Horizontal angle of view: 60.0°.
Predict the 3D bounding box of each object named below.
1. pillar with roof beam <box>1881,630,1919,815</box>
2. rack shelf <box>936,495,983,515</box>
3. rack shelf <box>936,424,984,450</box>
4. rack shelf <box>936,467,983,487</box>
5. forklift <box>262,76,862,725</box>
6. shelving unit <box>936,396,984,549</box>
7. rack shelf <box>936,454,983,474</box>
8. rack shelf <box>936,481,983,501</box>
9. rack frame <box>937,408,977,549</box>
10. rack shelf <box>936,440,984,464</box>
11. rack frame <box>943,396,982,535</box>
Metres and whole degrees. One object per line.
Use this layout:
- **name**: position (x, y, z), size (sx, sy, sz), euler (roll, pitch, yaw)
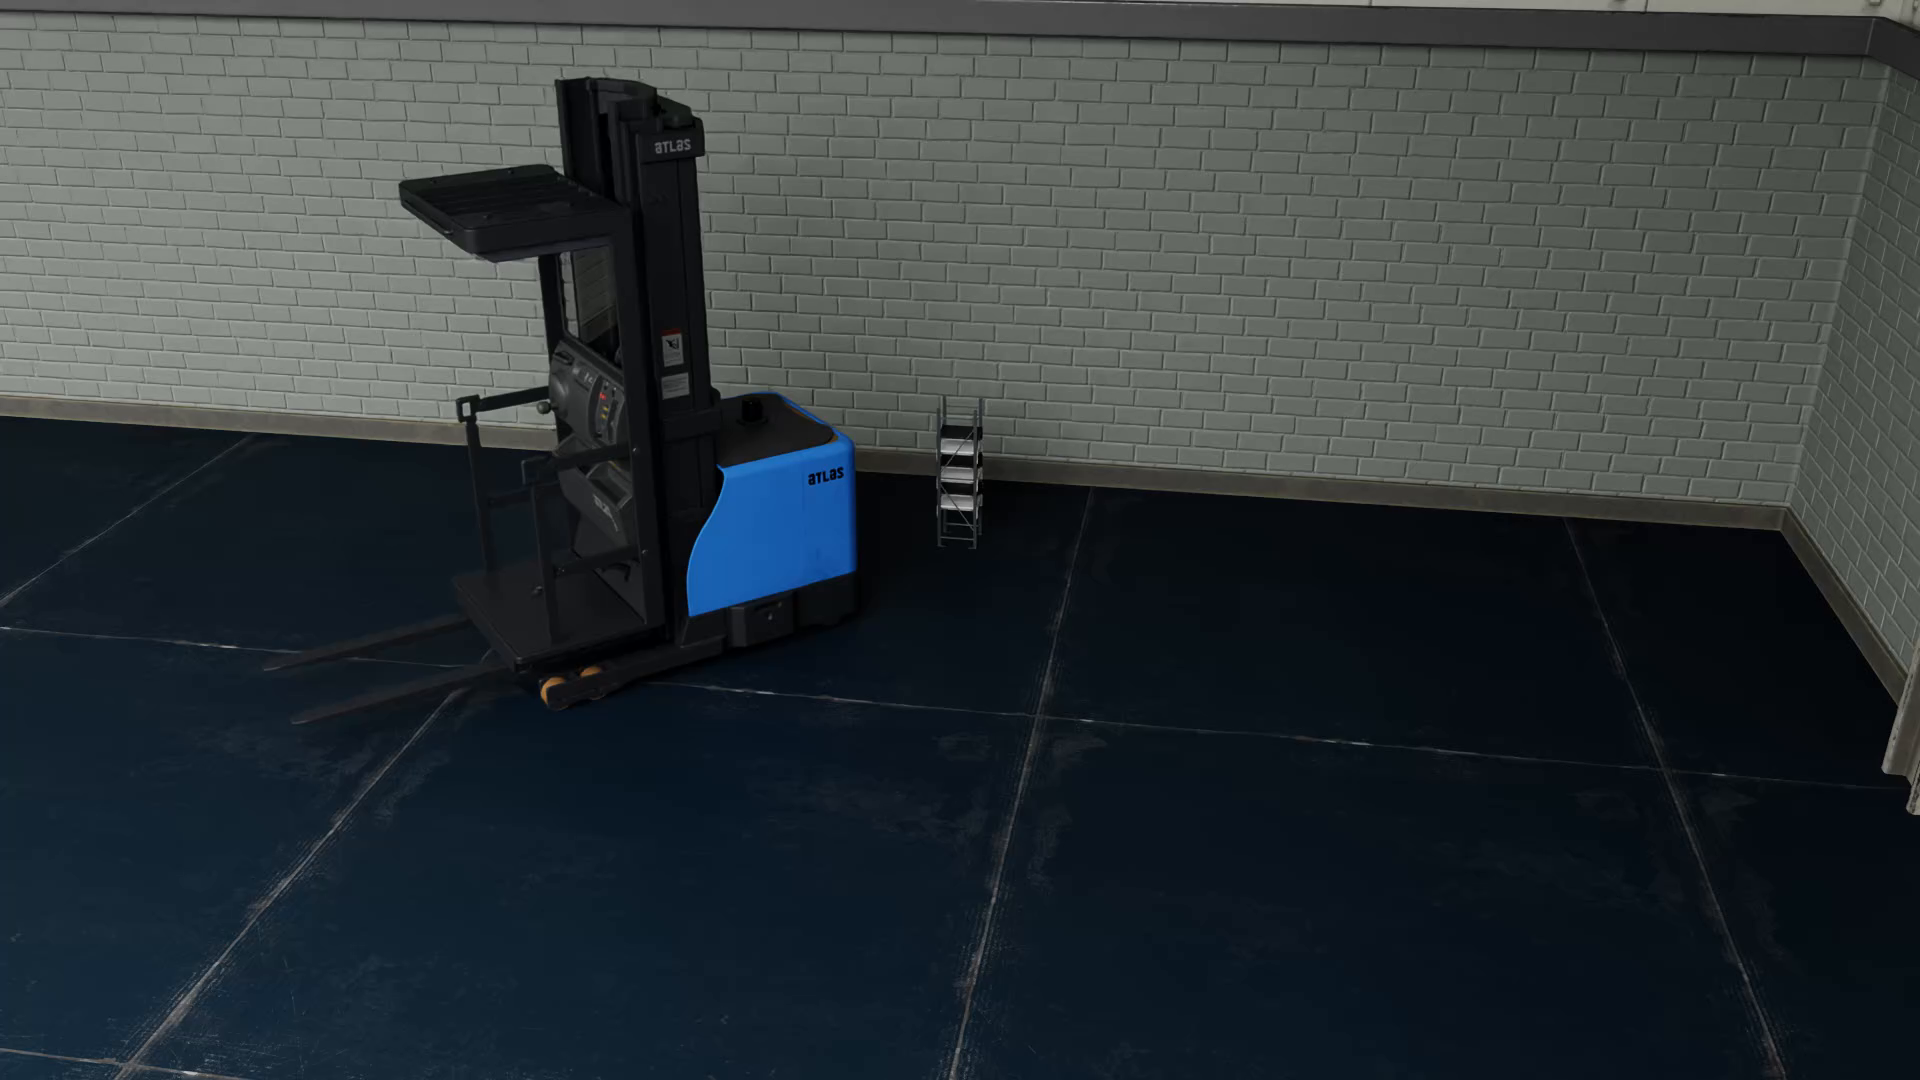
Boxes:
- **pillar with roof beam**: position (0.268, -3.197, 6.466), size (9.100, 9.000, 0.400), euler (4, 25, 9)
- **rack shelf**: position (-0.001, -0.211, 10.142), size (0.258, 0.077, 0.200), euler (4, 25, 9)
- **rack shelf**: position (-0.001, -0.619, 9.952), size (0.258, 0.077, 0.200), euler (4, 25, 9)
- **rack shelf**: position (-0.001, -0.374, 10.066), size (0.258, 0.077, 0.200), euler (4, 25, 9)
- **forklift**: position (-2.064, -0.722, 8.335), size (3.031, 2.935, 1.130), euler (-15, 29, -29)
- **shelving unit**: position (-0.001, -0.404, 10.052), size (0.258, 0.900, 0.210), euler (4, 25, 9)
- **rack shelf**: position (-0.001, -0.455, 10.028), size (0.258, 0.077, 0.200), euler (4, 25, 9)
- **rack shelf**: position (-0.001, -0.292, 10.104), size (0.258, 0.077, 0.200), euler (4, 25, 9)
- **rack frame**: position (-0.018, -0.362, 9.961), size (0.240, 0.900, 0.006), euler (4, 25, 9)
- **rack shelf**: position (-0.001, -0.537, 9.990), size (0.258, 0.077, 0.200), euler (4, 25, 9)
- **rack frame**: position (0.015, -0.447, 10.143), size (0.240, 0.900, 0.006), euler (4, 25, 9)
